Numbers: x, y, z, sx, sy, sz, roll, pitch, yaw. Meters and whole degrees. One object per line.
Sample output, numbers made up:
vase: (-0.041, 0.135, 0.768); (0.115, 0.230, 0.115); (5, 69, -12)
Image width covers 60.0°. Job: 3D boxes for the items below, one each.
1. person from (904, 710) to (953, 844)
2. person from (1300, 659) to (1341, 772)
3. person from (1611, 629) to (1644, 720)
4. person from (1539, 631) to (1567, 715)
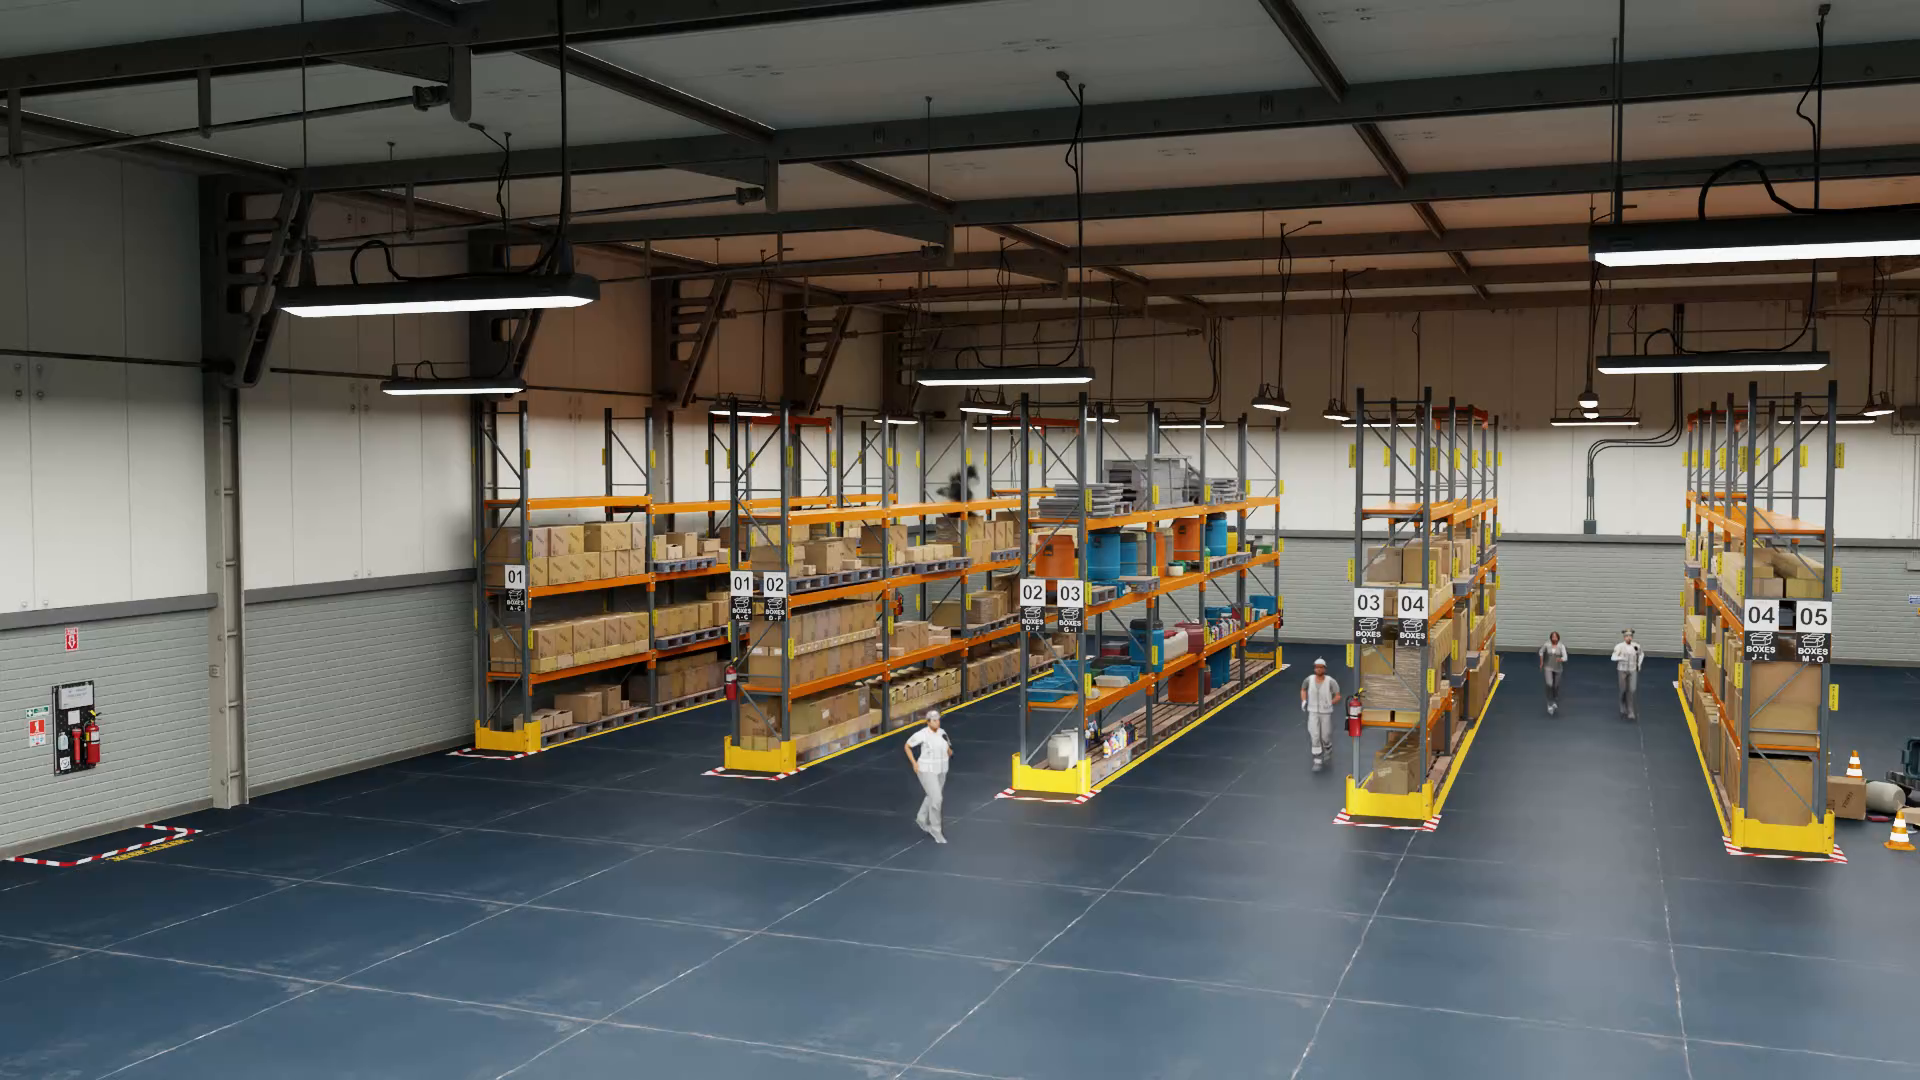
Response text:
person: (-0.370, 3.102, 21.945); (0.582, 1.724, 0.754); (-3, 4, -45)
person: (5.818, 2.805, 26.896); (0.663, 1.778, 0.802); (1, 3, 21)
person: (12.915, 2.561, 32.156); (0.605, 1.708, 0.852); (1, 3, 18)
person: (11.697, 2.606, 32.782); (0.498, 1.638, 0.782); (1, 3, 14)
